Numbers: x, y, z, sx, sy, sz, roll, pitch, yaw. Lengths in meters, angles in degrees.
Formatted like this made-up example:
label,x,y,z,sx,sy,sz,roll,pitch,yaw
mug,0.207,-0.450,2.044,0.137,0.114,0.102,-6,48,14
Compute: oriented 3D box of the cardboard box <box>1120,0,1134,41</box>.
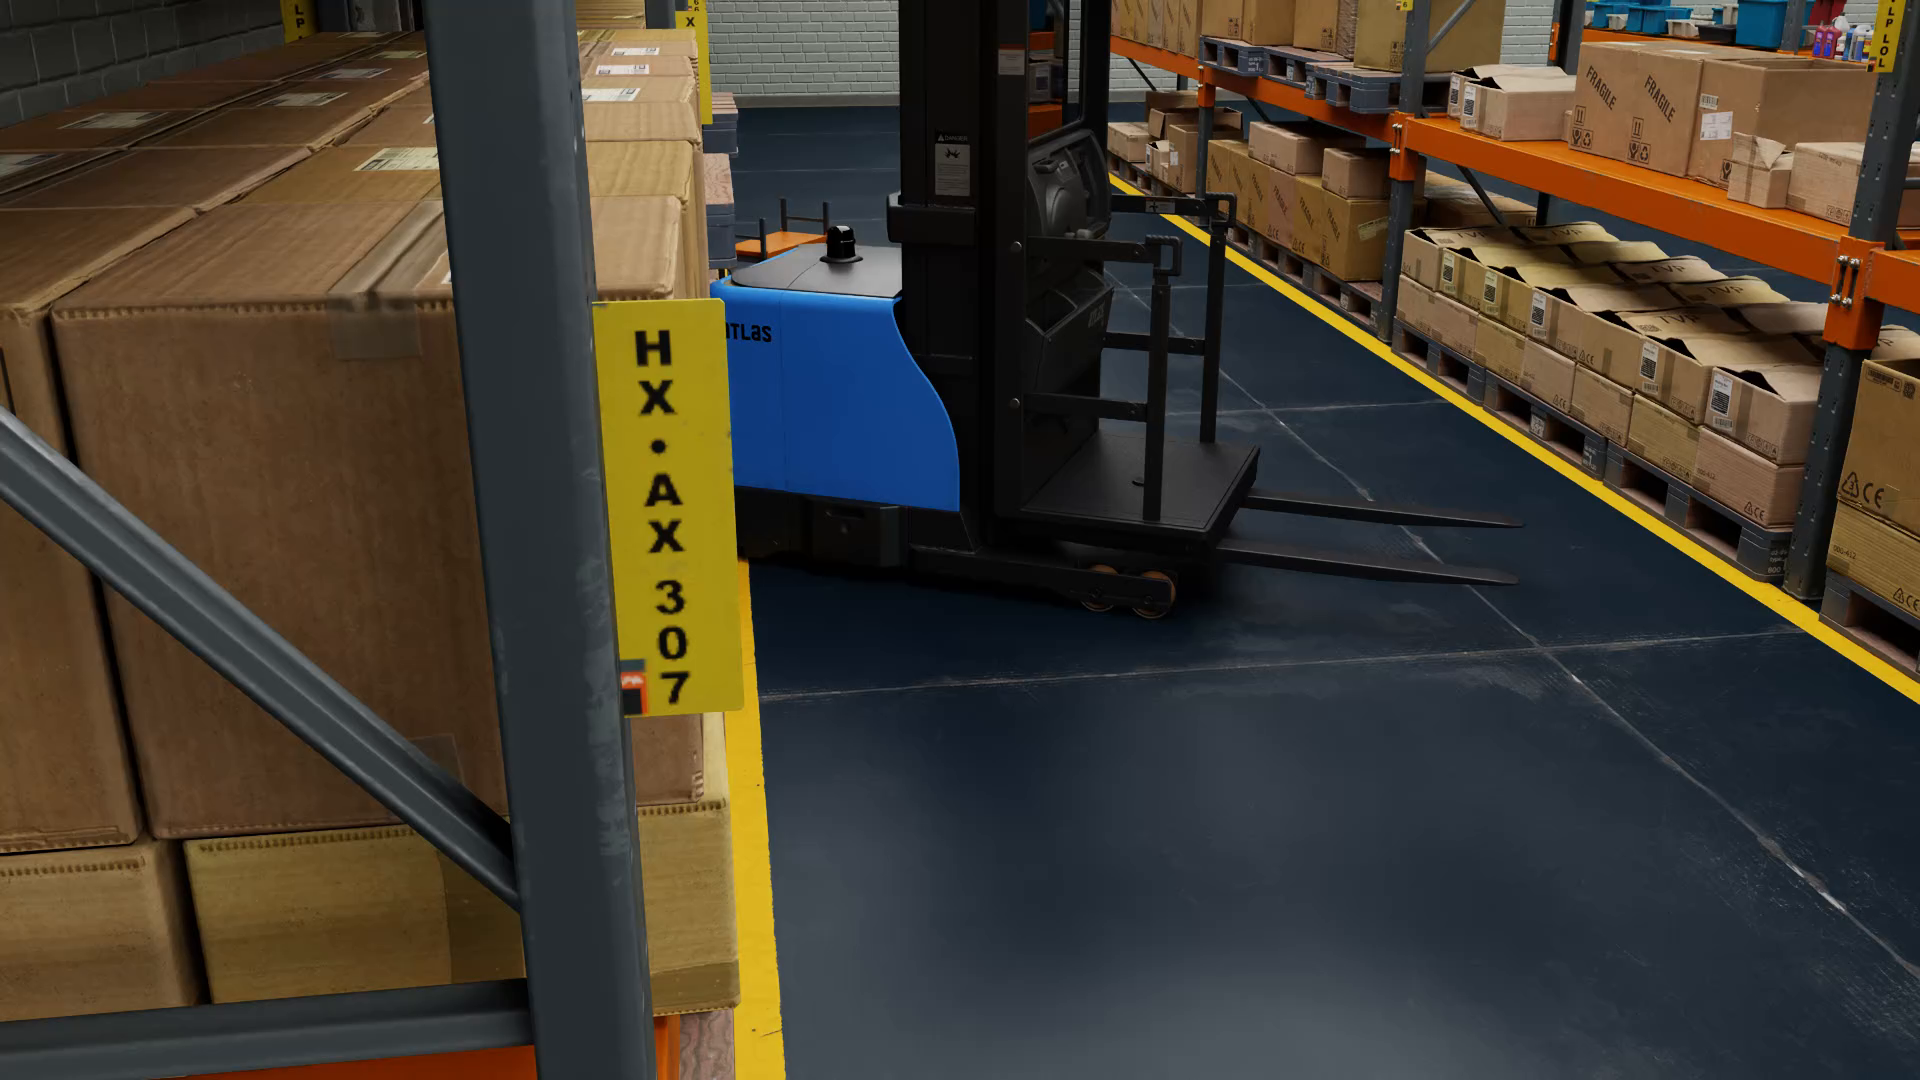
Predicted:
label,x,y,z,sx,sy,sz,roll,pitch,yaw
cardboard box,1.792,-4.903,15.414,0.500,0.500,0.500,-3,21,-8

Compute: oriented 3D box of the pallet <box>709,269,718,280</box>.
label,x,y,z,sx,sy,sz,roll,pitch,yaw
pallet,-2.120,-1.746,11.090,1.003,0.211,1.213,-3,21,-8

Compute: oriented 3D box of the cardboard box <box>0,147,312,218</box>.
label,x,y,z,sx,sy,sz,roll,pitch,yaw
cardboard box,-1.096,-0.202,2.085,0.500,0.500,0.500,-3,21,-7

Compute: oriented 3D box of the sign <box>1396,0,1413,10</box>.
label,x,y,z,sx,sy,sz,roll,pitch,yaw
sign,2.458,-3.080,9.135,0.100,0.325,0.005,-3,21,-8

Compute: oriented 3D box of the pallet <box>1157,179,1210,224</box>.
label,x,y,z,sx,sy,sz,roll,pitch,yaw
pallet,2.319,-2.922,14.238,1.003,0.211,1.213,-3,21,-8

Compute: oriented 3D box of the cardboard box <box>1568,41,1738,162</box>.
label,x,y,z,sx,sy,sz,roll,pitch,yaw
cardboard box,3.251,-2.072,7.835,0.500,0.500,0.500,-4,21,-11

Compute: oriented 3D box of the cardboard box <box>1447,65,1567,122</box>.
label,x,y,z,sx,sy,sz,roll,pitch,yaw
cardboard box,3.002,-2.436,9.078,0.500,0.311,0.500,-2,21,-4

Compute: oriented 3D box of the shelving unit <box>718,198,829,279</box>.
label,x,y,z,sx,sy,sz,roll,pitch,yaw
shelving unit,-0.793,-0.847,7.270,0.258,1.200,0.503,10,23,26

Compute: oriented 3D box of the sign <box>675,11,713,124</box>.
label,x,y,z,sx,sy,sz,roll,pitch,yaw
sign,-0.796,-1.405,4.954,0.100,0.325,0.005,-3,21,-8

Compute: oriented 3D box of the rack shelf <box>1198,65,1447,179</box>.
label,x,y,z,sx,sy,sz,roll,pitch,yaw
rack shelf,2.705,-2.961,11.385,1.077,0.370,4.000,-3,21,-8

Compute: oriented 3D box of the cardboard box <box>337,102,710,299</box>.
label,x,y,z,sx,sy,sz,roll,pitch,yaw
cardboard box,-0.656,-0.406,2.631,0.500,0.500,0.500,-4,21,-10

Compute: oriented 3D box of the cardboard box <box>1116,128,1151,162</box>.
label,x,y,z,sx,sy,sz,roll,pitch,yaw
cardboard box,1.782,-3.745,15.756,0.500,0.250,0.500,-3,21,-8

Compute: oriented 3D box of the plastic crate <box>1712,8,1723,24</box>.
label,x,y,z,sx,sy,sz,roll,pitch,yaw
plastic crate,7.292,-4.876,15.637,0.416,0.233,0.300,-3,21,-8

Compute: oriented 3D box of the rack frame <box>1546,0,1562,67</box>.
label,x,y,z,sx,sy,sz,roll,pitch,yaw
rack frame,6.742,-5.624,17.487,1.000,3.000,0.127,-3,21,-8

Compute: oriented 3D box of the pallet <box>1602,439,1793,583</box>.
label,x,y,z,sx,sy,sz,roll,pitch,yaw
pallet,3.425,-0.168,6.863,1.003,0.211,1.213,-3,21,-8

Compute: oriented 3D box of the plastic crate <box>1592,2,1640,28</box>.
label,x,y,z,sx,sy,sz,roll,pitch,yaw
plastic crate,6.547,-5.244,16.622,0.416,0.233,0.300,-3,21,-8

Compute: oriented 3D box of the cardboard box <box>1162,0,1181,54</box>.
label,x,y,z,sx,sy,sz,roll,pitch,yaw
cardboard box,2.015,-4.376,14.002,0.500,0.500,0.500,-2,21,-6

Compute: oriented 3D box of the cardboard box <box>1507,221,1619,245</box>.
label,x,y,z,sx,sy,sz,roll,pitch,yaw
cardboard box,3.312,-1.608,9.263,0.500,0.311,0.500,-2,21,-6

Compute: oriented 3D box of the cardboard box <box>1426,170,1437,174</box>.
label,x,y,z,sx,sy,sz,roll,pitch,yaw
cardboard box,2.982,-2.348,11.660,0.500,0.500,0.500,-4,21,-10

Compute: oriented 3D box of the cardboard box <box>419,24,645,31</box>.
label,x,y,z,sx,sy,sz,roll,pitch,yaw
cardboard box,-1.371,-1.400,5.407,0.700,0.500,0.500,-3,21,-8

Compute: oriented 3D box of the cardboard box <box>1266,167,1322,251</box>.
label,x,y,z,sx,sy,sz,roll,pitch,yaw
cardboard box,2.470,-2.313,11.566,0.500,0.500,0.500,-4,21,-10

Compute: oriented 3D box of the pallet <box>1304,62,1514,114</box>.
label,x,y,z,sx,sy,sz,roll,pitch,yaw
pallet,2.826,-2.747,10.058,1.213,0.211,1.003,-3,21,-8

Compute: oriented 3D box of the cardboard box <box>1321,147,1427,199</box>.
label,x,y,z,sx,sy,sz,roll,pitch,yaw
cardboard box,2.614,-2.323,10.521,0.500,0.250,0.500,-2,21,-6

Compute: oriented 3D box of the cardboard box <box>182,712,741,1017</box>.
label,x,y,z,sx,sy,sz,roll,pitch,yaw
cardboard box,-0.511,0.291,1.835,0.500,0.250,0.500,-4,21,-9

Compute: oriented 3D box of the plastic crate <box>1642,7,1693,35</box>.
label,x,y,z,sx,sy,sz,roll,pitch,yaw
plastic crate,6.685,-4.912,15.734,0.416,0.233,0.300,-3,21,-8

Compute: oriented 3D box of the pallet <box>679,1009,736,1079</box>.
label,x,y,z,sx,sy,sz,roll,pitch,yaw
pallet,-1.021,0.991,3.762,1.003,0.211,1.213,-3,21,-8

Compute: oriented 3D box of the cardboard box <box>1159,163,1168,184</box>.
label,x,y,z,sx,sy,sz,roll,pitch,yaw
cardboard box,1.940,-3.171,14.365,0.380,0.149,0.250,-3,21,-8

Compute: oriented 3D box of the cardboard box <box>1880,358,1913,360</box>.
label,x,y,z,sx,sy,sz,roll,pitch,yaw
cardboard box,3.757,-0.548,6.424,0.500,0.311,0.500,-3,21,-8

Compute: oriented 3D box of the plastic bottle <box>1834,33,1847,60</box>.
label,x,y,z,sx,sy,sz,roll,pitch,yaw
plastic bottle,7.003,-3.912,13.188,0.097,0.201,0.097,0,20,0

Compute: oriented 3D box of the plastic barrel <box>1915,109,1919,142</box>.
label,x,y,z,sx,sy,sz,roll,pitch,yaw
plastic barrel,7.482,-3.018,12.909,0.600,0.901,0.708,-3,21,-8

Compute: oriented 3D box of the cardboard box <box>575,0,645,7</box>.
label,x,y,z,sx,sy,sz,roll,pitch,yaw
cardboard box,-1.629,-2.015,7.052,0.700,0.500,0.500,-3,21,-8

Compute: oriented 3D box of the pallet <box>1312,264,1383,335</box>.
label,x,y,z,sx,sy,sz,roll,pitch,yaw
pallet,2.923,-1.560,10.591,1.003,0.211,1.213,-3,21,-8

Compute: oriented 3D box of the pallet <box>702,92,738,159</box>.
label,x,y,z,sx,sy,sz,roll,pitch,yaw
pallet,-1.700,-2.023,8.120,1.213,0.211,1.003,-3,21,-8

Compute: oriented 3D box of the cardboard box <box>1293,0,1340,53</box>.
label,x,y,z,sx,sy,sz,roll,pitch,yaw
cardboard box,2.732,-3.626,11.393,0.700,0.500,0.500,-8,22,-21

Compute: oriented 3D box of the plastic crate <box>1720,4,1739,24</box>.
label,x,y,z,sx,sy,sz,roll,pitch,yaw
plastic crate,7.281,-4.750,15.229,0.437,0.282,0.530,-3,21,-8

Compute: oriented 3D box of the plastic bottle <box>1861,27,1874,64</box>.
label,x,y,z,sx,sy,sz,roll,pitch,yaw
plastic bottle,7.051,-3.831,12.870,0.097,0.271,0.097,0,20,0

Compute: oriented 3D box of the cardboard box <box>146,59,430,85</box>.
label,x,y,z,sx,sy,sz,roll,pitch,yaw
cardboard box,-1.333,-0.735,3.510,0.500,0.500,0.500,-2,21,-6

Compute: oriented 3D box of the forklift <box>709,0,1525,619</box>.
label,x,y,z,sx,sy,sz,roll,pitch,yaw
forklift,0.590,-1.301,6.009,3.031,2.935,1.130,7,22,18

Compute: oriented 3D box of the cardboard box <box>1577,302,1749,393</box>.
label,x,y,z,sx,sy,sz,roll,pitch,yaw
cardboard box,3.077,-0.871,7.288,0.500,0.311,0.500,-3,21,-8

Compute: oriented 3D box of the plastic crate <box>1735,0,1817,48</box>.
label,x,y,z,sx,sy,sz,roll,pitch,yaw
plastic crate,6.914,-4.404,14.158,0.392,0.384,0.575,-3,21,-8

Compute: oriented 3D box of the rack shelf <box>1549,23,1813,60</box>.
label,x,y,z,sx,sy,sz,roll,pitch,yaw
rack shelf,7.031,-4.595,15.759,1.077,0.370,4.000,-3,21,-8

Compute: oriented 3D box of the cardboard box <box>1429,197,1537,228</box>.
label,x,y,z,sx,sy,sz,roll,pitch,yaw
cardboard box,3.210,-1.813,10.226,0.500,0.500,0.500,-2,21,-5

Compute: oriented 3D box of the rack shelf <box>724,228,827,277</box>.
label,x,y,z,sx,sy,sz,roll,pitch,yaw
rack shelf,-0.793,-1.215,7.132,0.258,0.148,0.480,10,23,26

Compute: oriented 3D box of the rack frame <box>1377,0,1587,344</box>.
label,x,y,z,sx,sy,sz,roll,pitch,yaw
rack frame,2.993,-2.606,9.405,1.000,3.000,0.127,-3,21,-8

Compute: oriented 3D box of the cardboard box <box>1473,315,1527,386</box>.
label,x,y,z,sx,sy,sz,roll,pitch,yaw
cardboard box,2.932,-0.964,8.341,0.500,0.250,0.500,-3,21,-9

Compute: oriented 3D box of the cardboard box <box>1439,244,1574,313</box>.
label,x,y,z,sx,sy,sz,roll,pitch,yaw
cardboard box,2.862,-1.399,8.704,0.500,0.311,0.500,-3,21,-9

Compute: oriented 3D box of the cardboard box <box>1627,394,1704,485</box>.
label,x,y,z,sx,sy,sz,roll,pitch,yaw
cardboard box,3.152,-0.434,6.919,0.500,0.250,0.500,-3,21,-9

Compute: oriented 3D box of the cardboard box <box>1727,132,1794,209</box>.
label,x,y,z,sx,sy,sz,roll,pitch,yaw
cardboard box,3.261,-1.453,6.511,0.396,0.266,0.258,-3,21,-9

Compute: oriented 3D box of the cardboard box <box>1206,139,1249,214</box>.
label,x,y,z,sx,sy,sz,roll,pitch,yaw
cardboard box,2.245,-2.846,12.992,0.500,0.500,0.500,-4,21,-10

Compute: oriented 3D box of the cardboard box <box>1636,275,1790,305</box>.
label,x,y,z,sx,sy,sz,roll,pitch,yaw
cardboard box,3.534,-1.080,7.849,0.500,0.311,0.500,-2,21,-6

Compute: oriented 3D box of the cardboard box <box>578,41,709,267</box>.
label,x,y,z,sx,sy,sz,roll,pitch,yaw
cardboard box,-0.880,-0.939,4.058,0.500,0.500,0.500,-3,21,-8
